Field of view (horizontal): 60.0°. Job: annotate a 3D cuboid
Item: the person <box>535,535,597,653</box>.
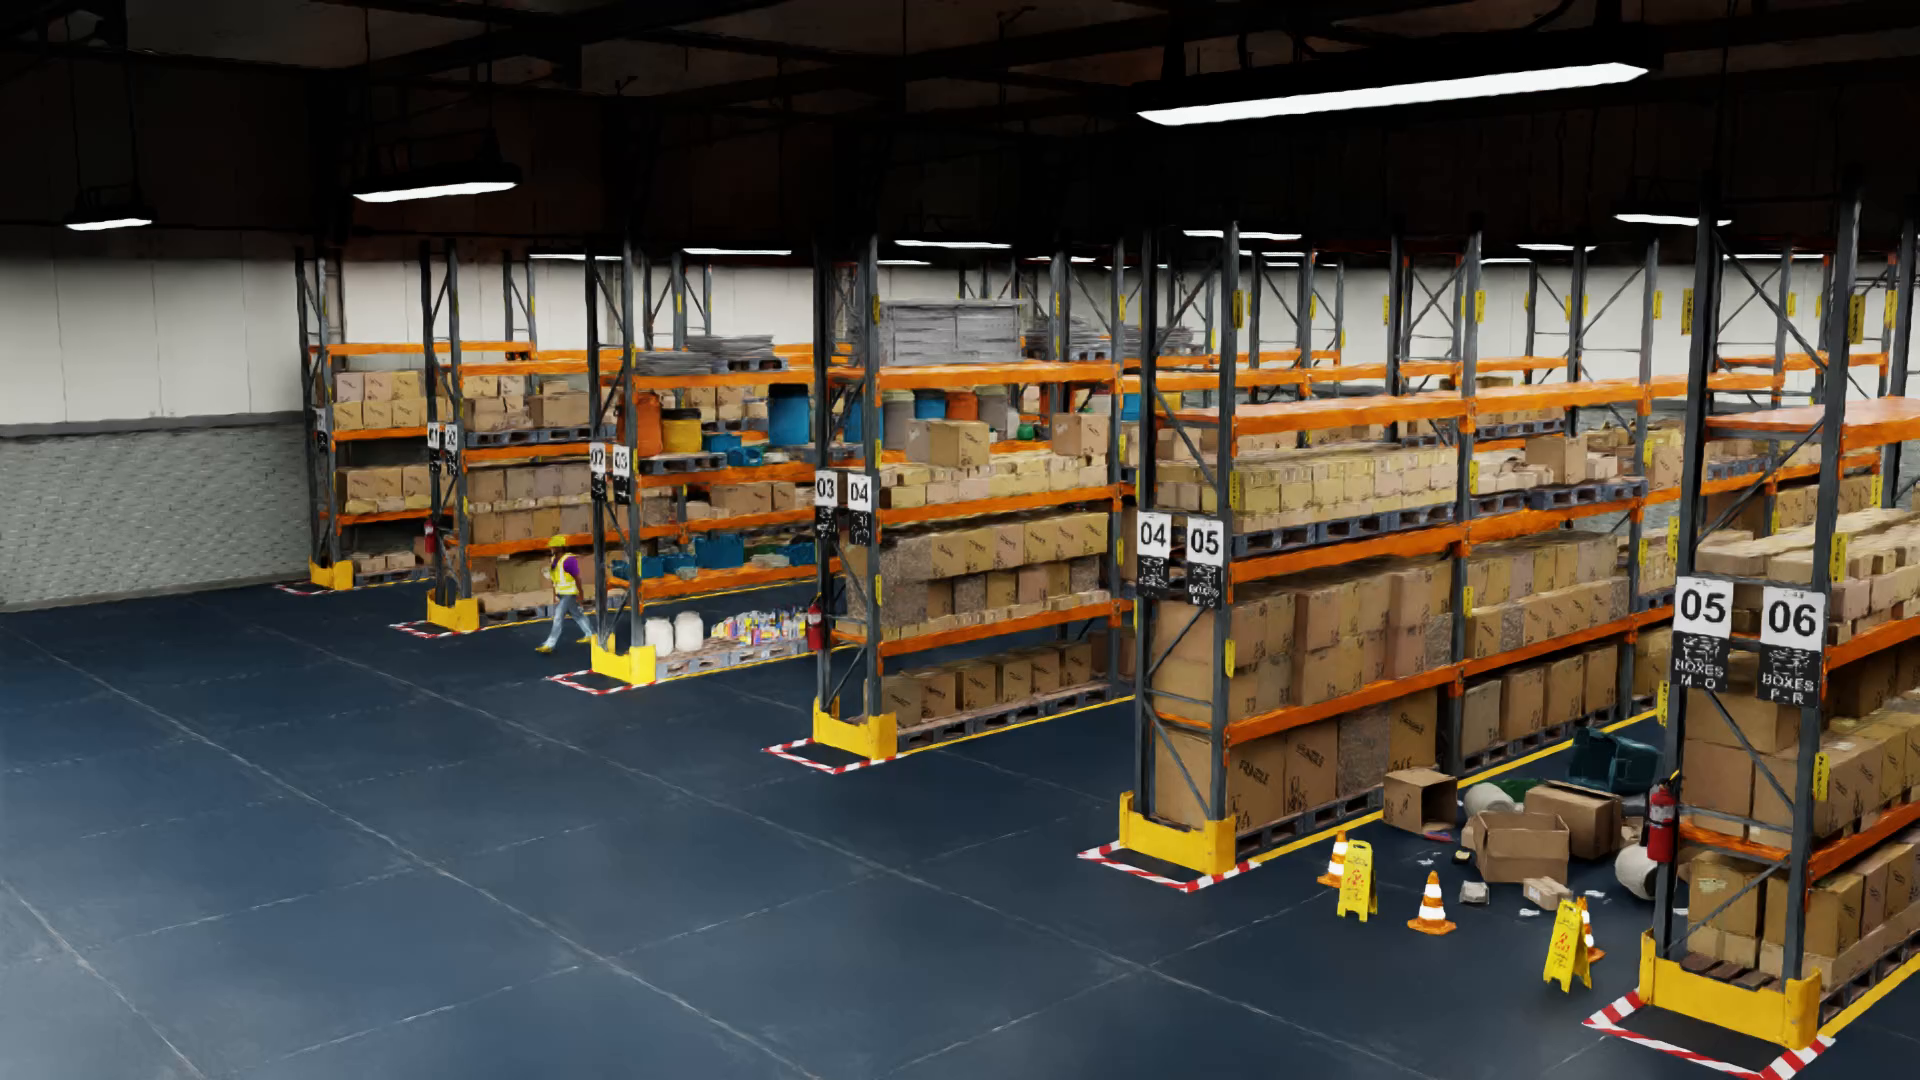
[{"bbox_3d":[-5.821,0.731,24.356,1.121,1.638,0.577,-7,11,-40],"label":"person"}]
